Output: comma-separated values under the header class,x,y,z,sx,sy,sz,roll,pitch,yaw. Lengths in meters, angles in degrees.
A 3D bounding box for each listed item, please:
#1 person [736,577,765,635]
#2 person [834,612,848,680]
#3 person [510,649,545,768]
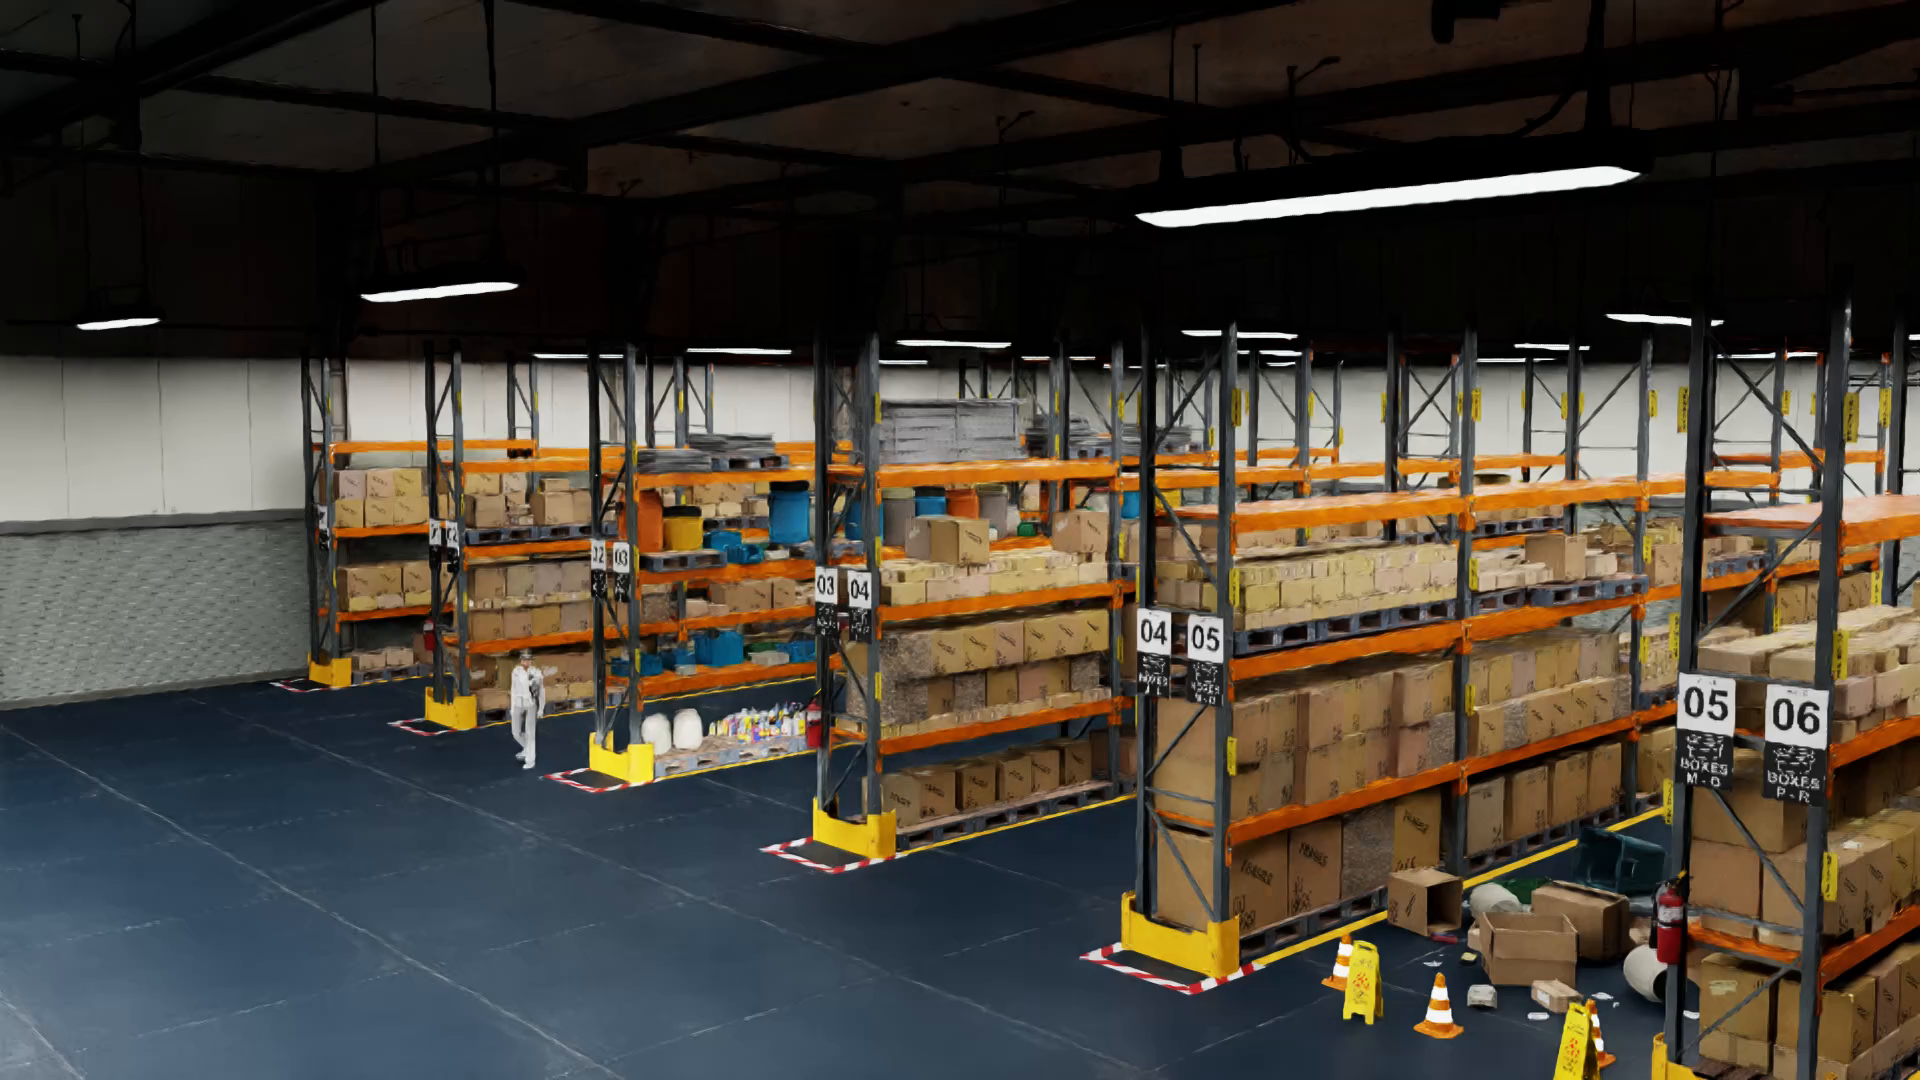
class,x,y,z,sx,sy,sz,roll,pitch,yaw
person,-4.039,1.525,31.854,1.120,1.646,0.540,-5,7,-45
person,-2.156,1.768,29.497,1.090,1.583,0.497,-4,7,-40
person,-5.992,2.306,23.111,0.533,1.665,0.531,1,5,12
